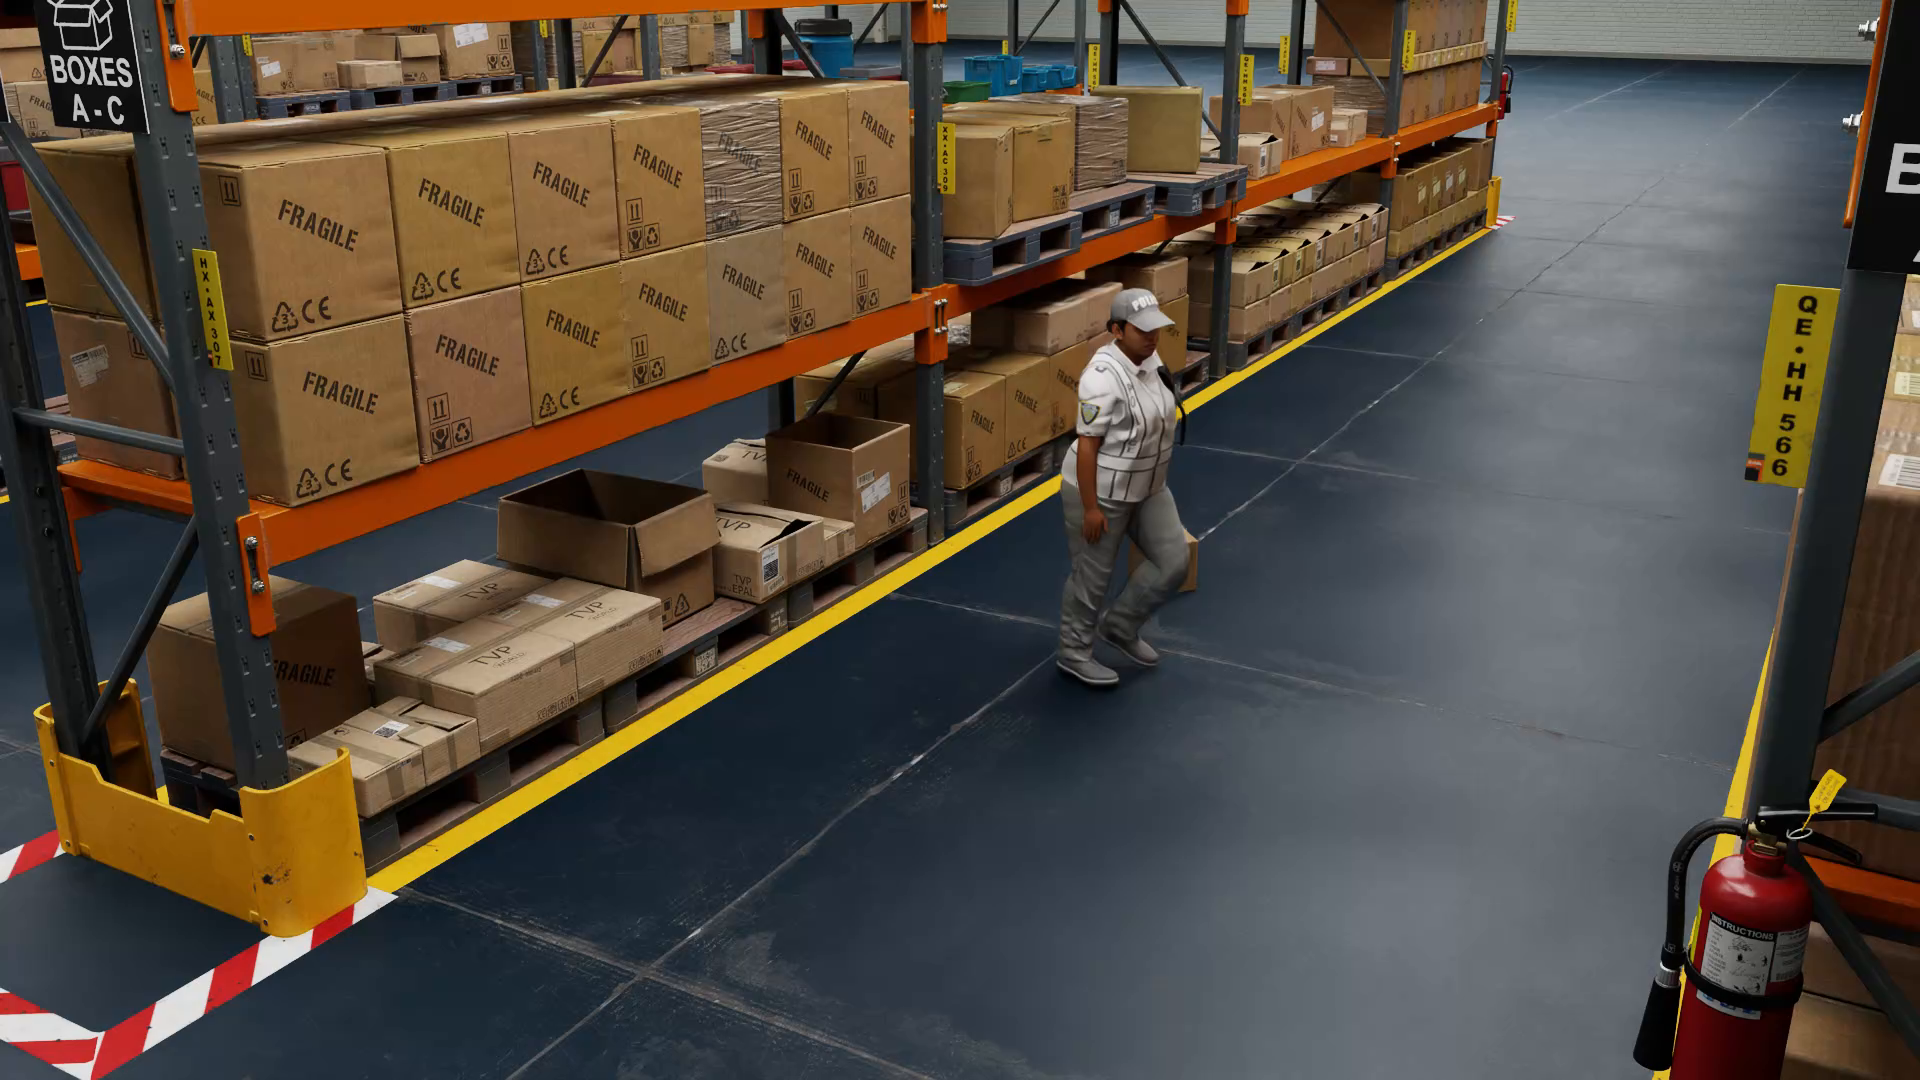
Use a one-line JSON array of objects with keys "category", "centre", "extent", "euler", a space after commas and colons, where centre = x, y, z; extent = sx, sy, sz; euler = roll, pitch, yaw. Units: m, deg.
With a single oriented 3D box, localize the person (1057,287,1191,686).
[{"category": "person", "centre": [0.624, -0.193, 6.568], "extent": [0.511, 1.647, 0.527], "euler": [17, 26, 39]}]
